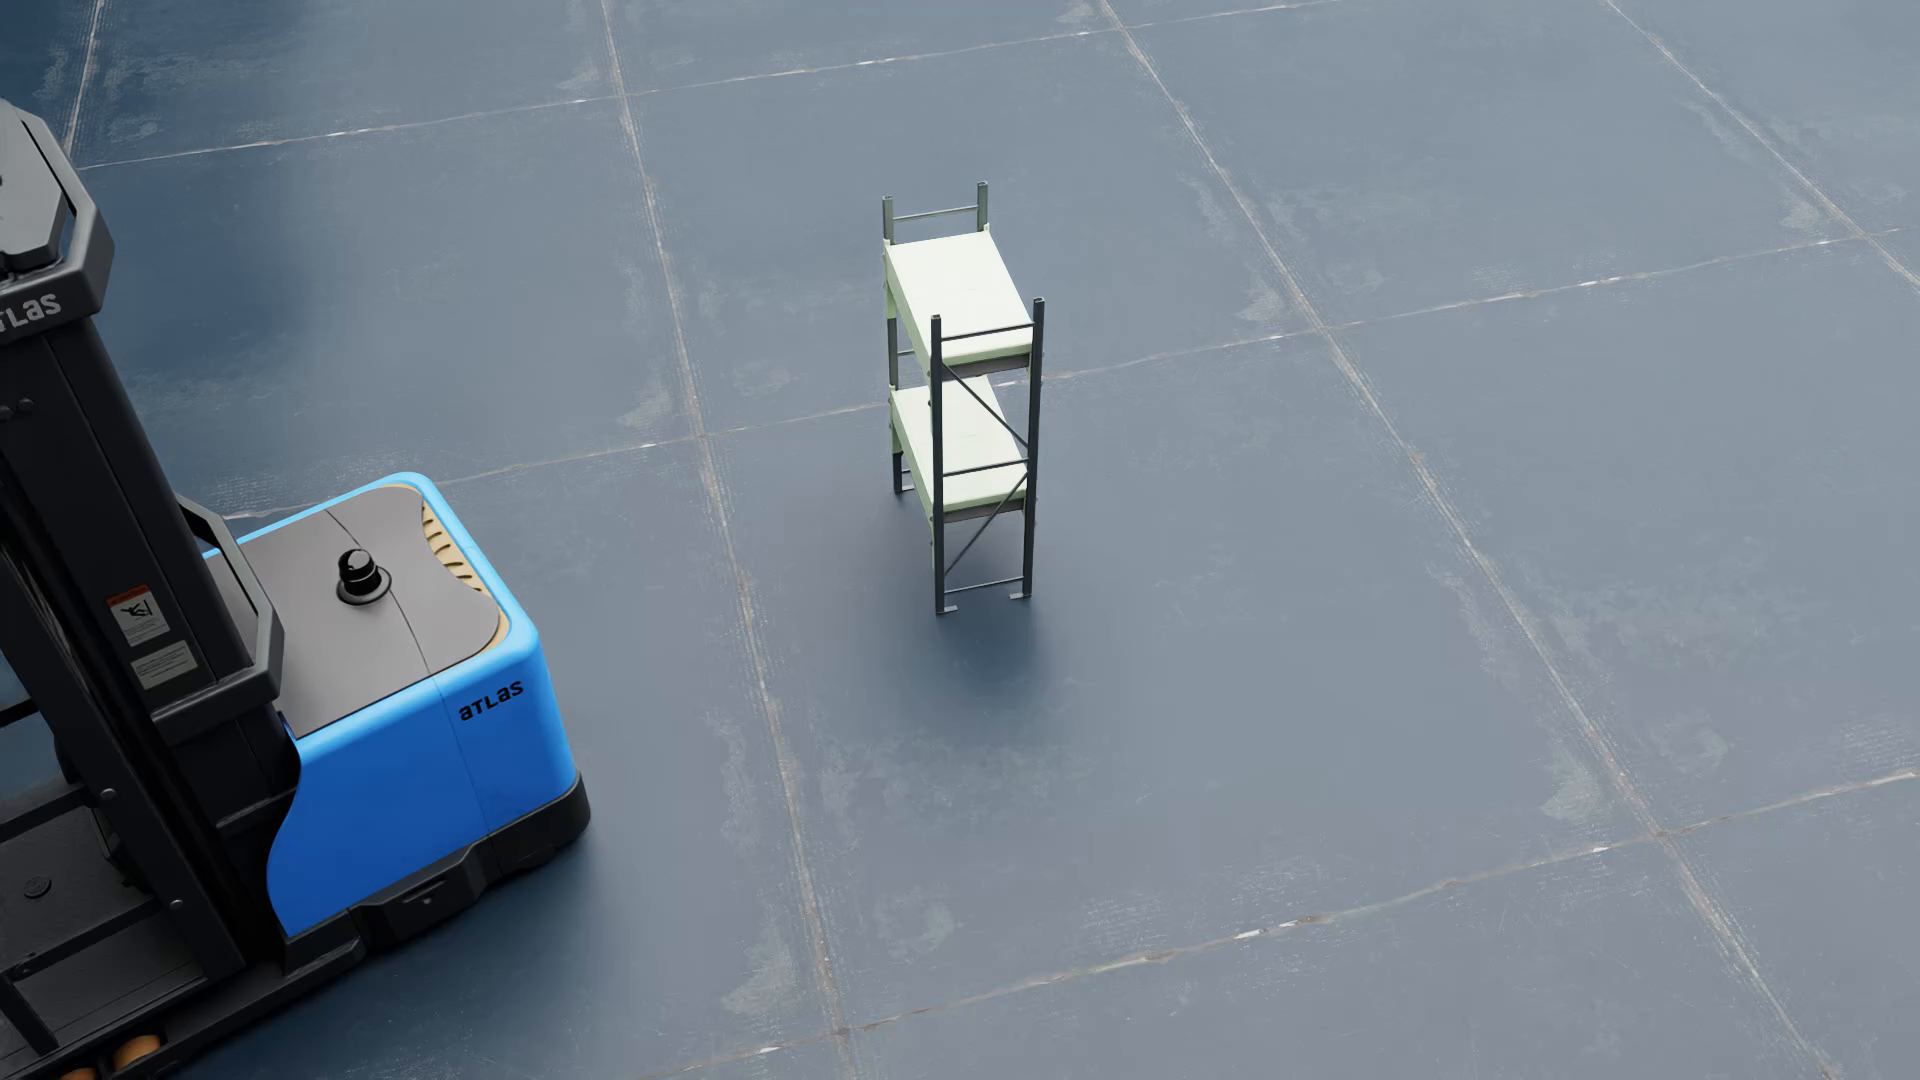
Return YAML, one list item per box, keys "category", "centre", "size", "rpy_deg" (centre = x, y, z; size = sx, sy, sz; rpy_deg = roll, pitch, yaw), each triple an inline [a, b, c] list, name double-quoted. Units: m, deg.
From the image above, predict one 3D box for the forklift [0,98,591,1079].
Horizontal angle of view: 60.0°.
- category: "forklift"
  centre: [-2.812, 0.356, 4.599]
  size: [3.031, 2.935, 1.130]
  rpy_deg: [-27, 51, -24]

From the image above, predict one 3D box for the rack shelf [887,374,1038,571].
- category: "rack shelf"
  centre: [0.002, -0.292, 6.693]
  size: [0.431, 0.370, 0.720]
  rpy_deg: [-11, 47, -10]

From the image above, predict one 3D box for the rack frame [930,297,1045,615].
- category: "rack frame"
  centre: [0.095, -0.268, 6.213]
  size: [0.400, 1.500, 0.023]
  rpy_deg: [-11, 47, -10]

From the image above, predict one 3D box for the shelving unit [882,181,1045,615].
- category: "shelving unit"
  centre: [0.002, -0.520, 6.461]
  size: [0.431, 1.500, 0.755]
  rpy_deg: [-11, 47, -10]

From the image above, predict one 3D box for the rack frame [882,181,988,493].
- category: "rack frame"
  centre: [-0.092, -0.773, 6.708]
  size: [0.400, 1.500, 0.023]
  rpy_deg: [-11, 47, -10]

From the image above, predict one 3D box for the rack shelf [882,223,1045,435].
- category: "rack shelf"
  centre: [0.002, -0.793, 6.182]
  size: [0.431, 0.370, 0.720]
  rpy_deg: [-11, 47, -10]
